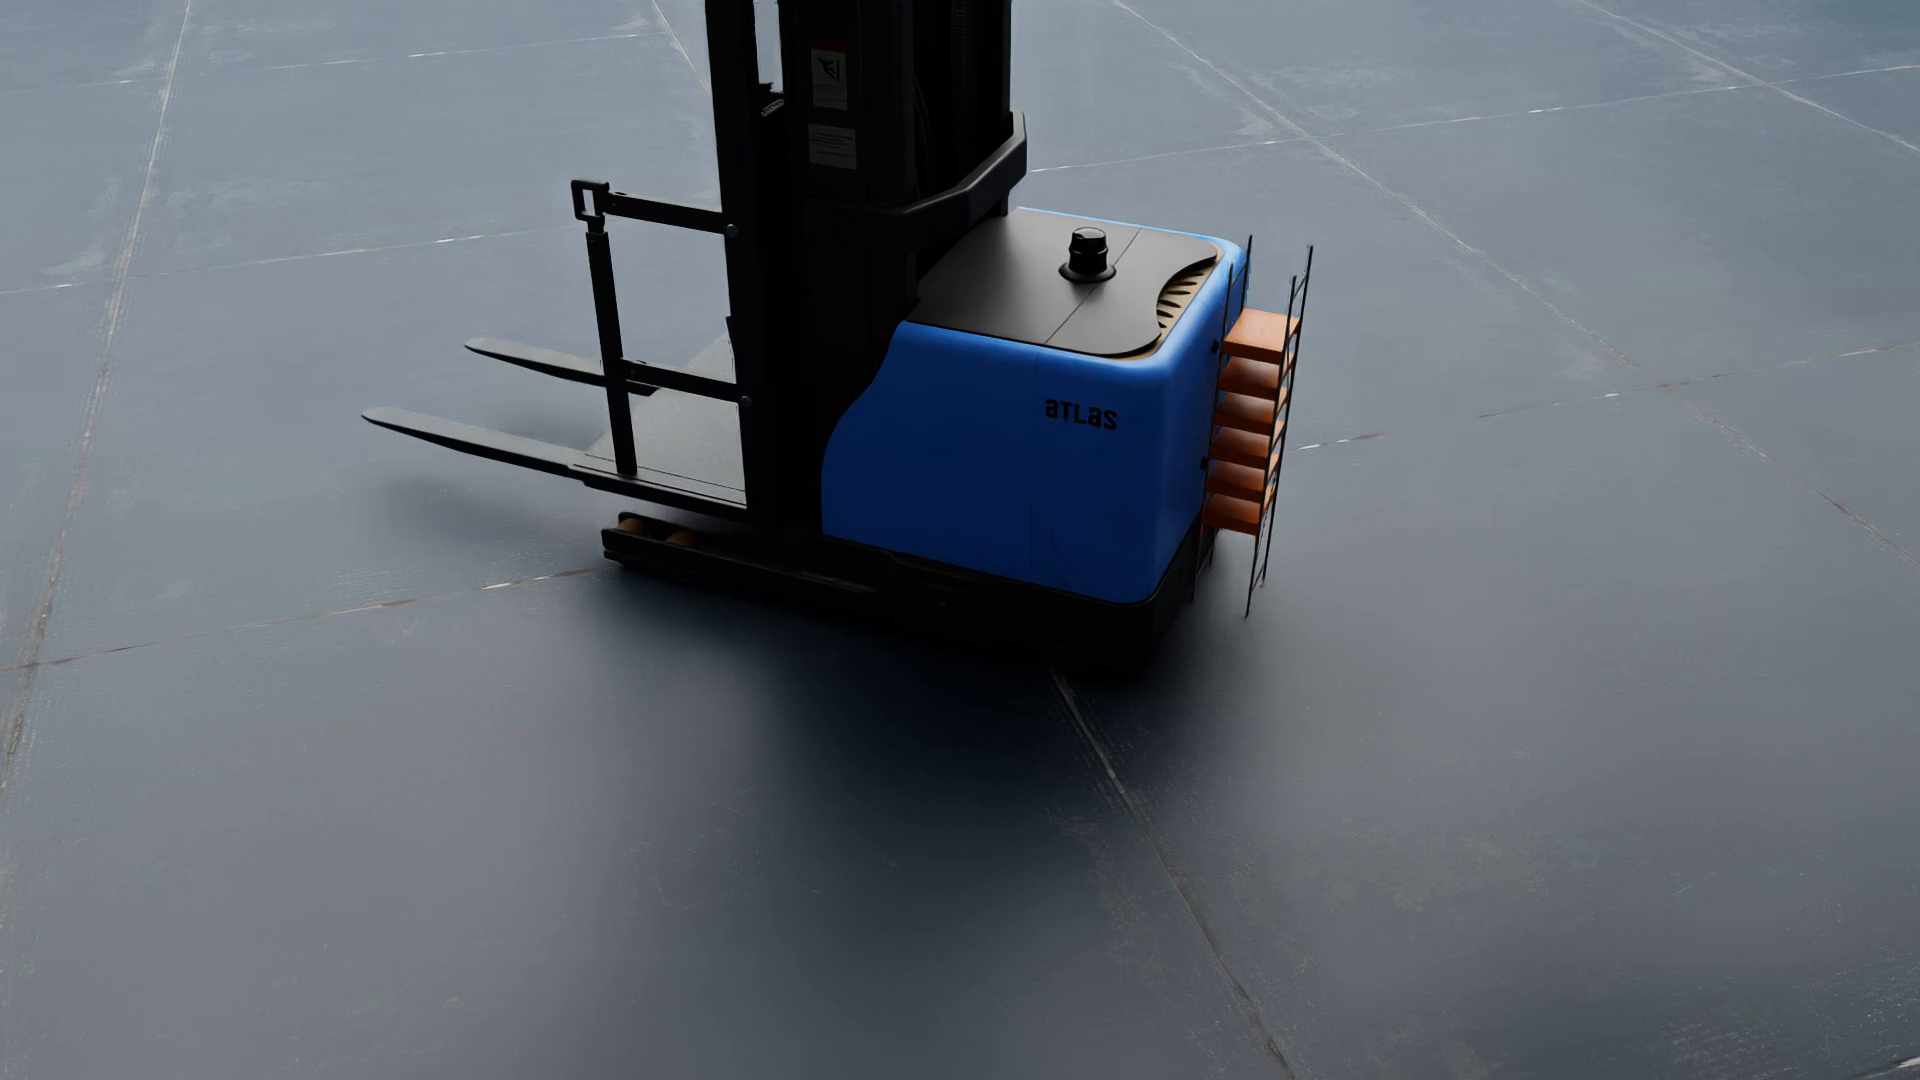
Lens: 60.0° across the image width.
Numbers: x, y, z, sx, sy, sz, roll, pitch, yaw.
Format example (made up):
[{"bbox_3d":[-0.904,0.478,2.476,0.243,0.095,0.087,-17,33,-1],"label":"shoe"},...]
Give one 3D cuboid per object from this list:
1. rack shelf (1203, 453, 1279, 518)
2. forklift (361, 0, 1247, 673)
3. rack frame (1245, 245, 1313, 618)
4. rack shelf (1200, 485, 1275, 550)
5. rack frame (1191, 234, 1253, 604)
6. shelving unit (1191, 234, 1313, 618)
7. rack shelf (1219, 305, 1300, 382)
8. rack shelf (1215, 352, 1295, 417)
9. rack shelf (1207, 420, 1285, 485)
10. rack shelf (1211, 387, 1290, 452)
[{"bbox_3d":[0.893,-0.193,5.249,0.180,0.103,0.258,14,36,18],"label":"rack shelf"},{"bbox_3d":[-0.651,-1.338,5.116,3.031,2.935,1.130,13,36,19],"label":"forklift"},{"bbox_3d":[0.980,-0.309,5.129,0.006,1.200,0.240,14,36,18],"label":"rack frame"},{"bbox_3d":[0.891,-0.093,5.315,0.180,0.103,0.258,14,36,18],"label":"rack shelf"},{"bbox_3d":[0.811,-0.350,5.185,0.006,1.200,0.240,14,36,18],"label":"rack frame"},{"bbox_3d":[0.896,-0.329,5.157,0.189,1.200,0.258,14,36,18],"label":"shelving unit"},{"bbox_3d":[0.901,-0.591,4.981,0.180,0.103,0.258,14,36,18],"label":"rack shelf"},{"bbox_3d":[0.899,-0.492,5.048,0.180,0.103,0.258,14,36,18],"label":"rack shelf"},{"bbox_3d":[0.895,-0.292,5.182,0.180,0.103,0.258,14,36,18],"label":"rack shelf"},{"bbox_3d":[0.897,-0.392,5.115,0.180,0.103,0.258,14,36,18],"label":"rack shelf"}]
